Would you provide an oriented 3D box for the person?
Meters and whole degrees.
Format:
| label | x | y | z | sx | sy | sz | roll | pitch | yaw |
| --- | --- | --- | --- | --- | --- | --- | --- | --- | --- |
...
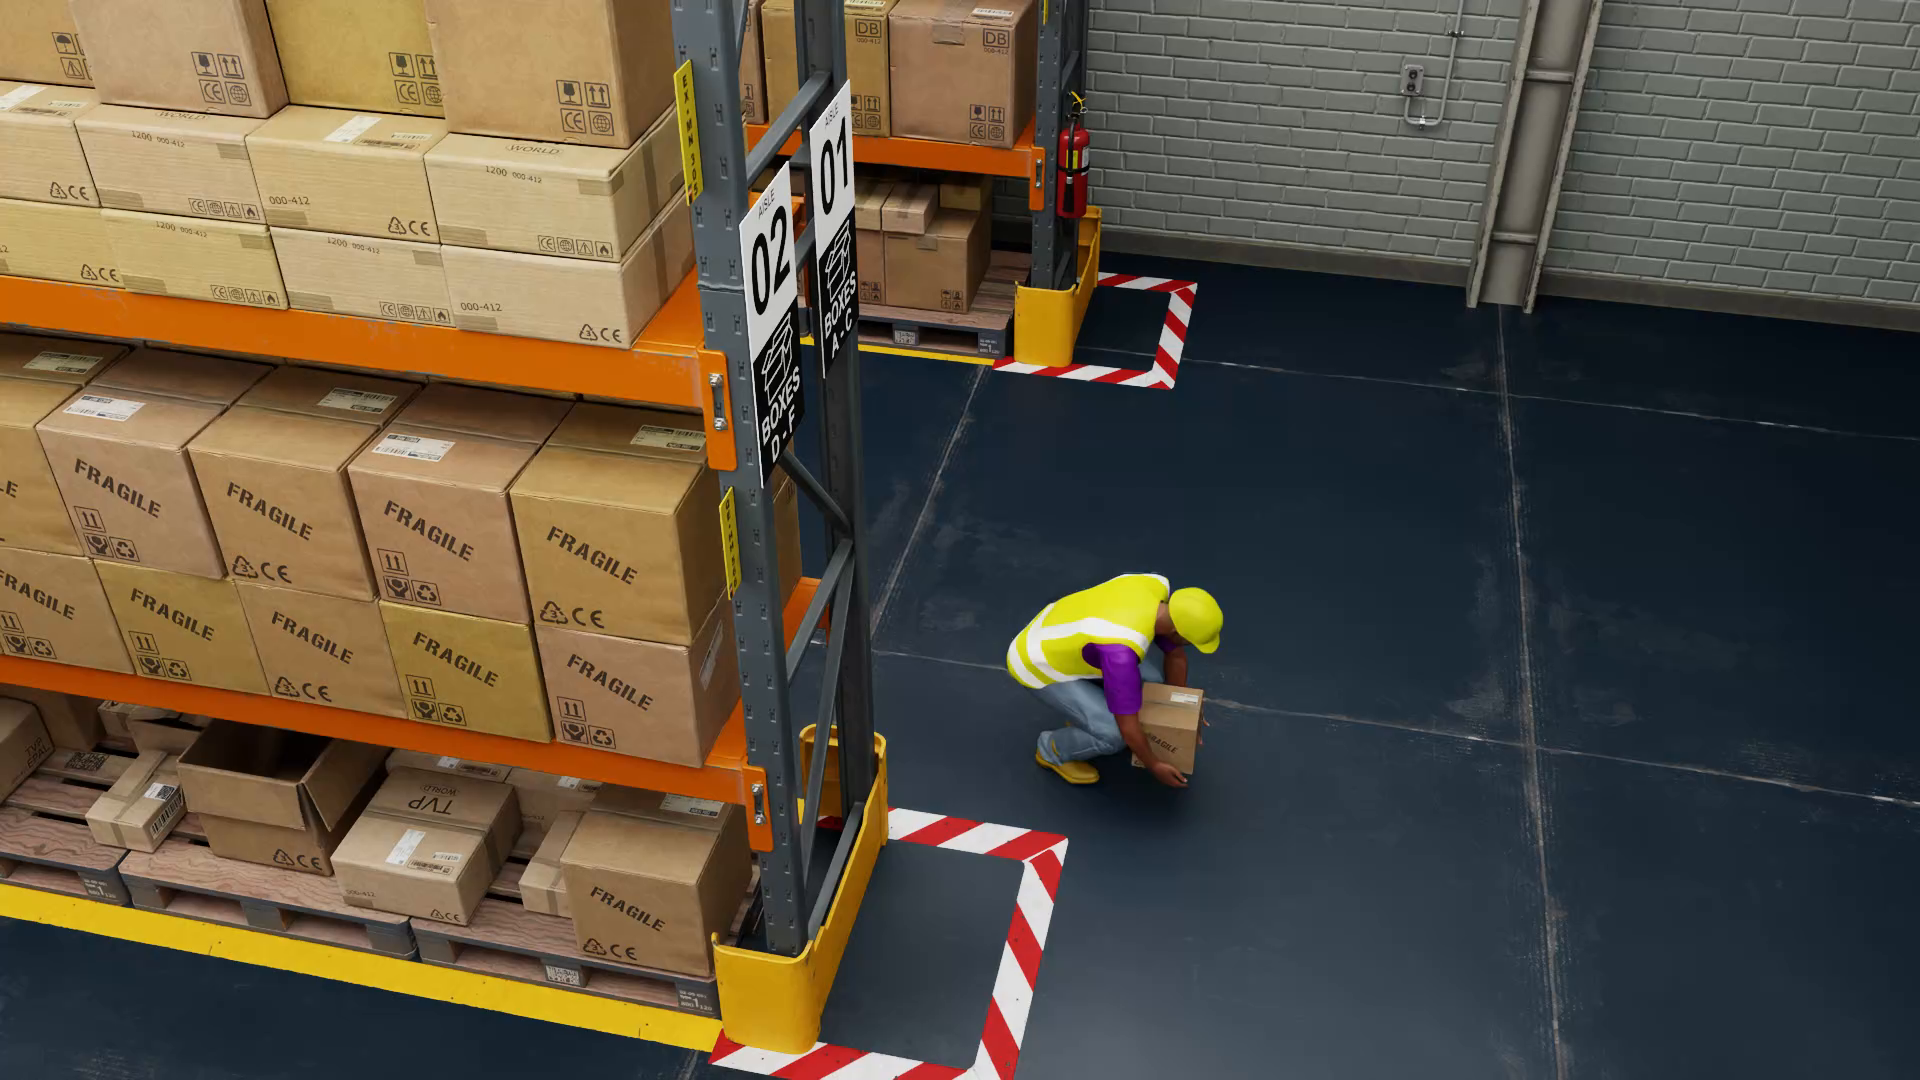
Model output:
| label | x | y | z | sx | sy | sz | roll | pitch | yaw |
| --- | --- | --- | --- | --- | --- | --- | --- | --- | --- |
| person | 0.650 | 0.528 | 6.871 | 0.875 | 1.010 | 0.594 | 21 | 41 | 26 |
